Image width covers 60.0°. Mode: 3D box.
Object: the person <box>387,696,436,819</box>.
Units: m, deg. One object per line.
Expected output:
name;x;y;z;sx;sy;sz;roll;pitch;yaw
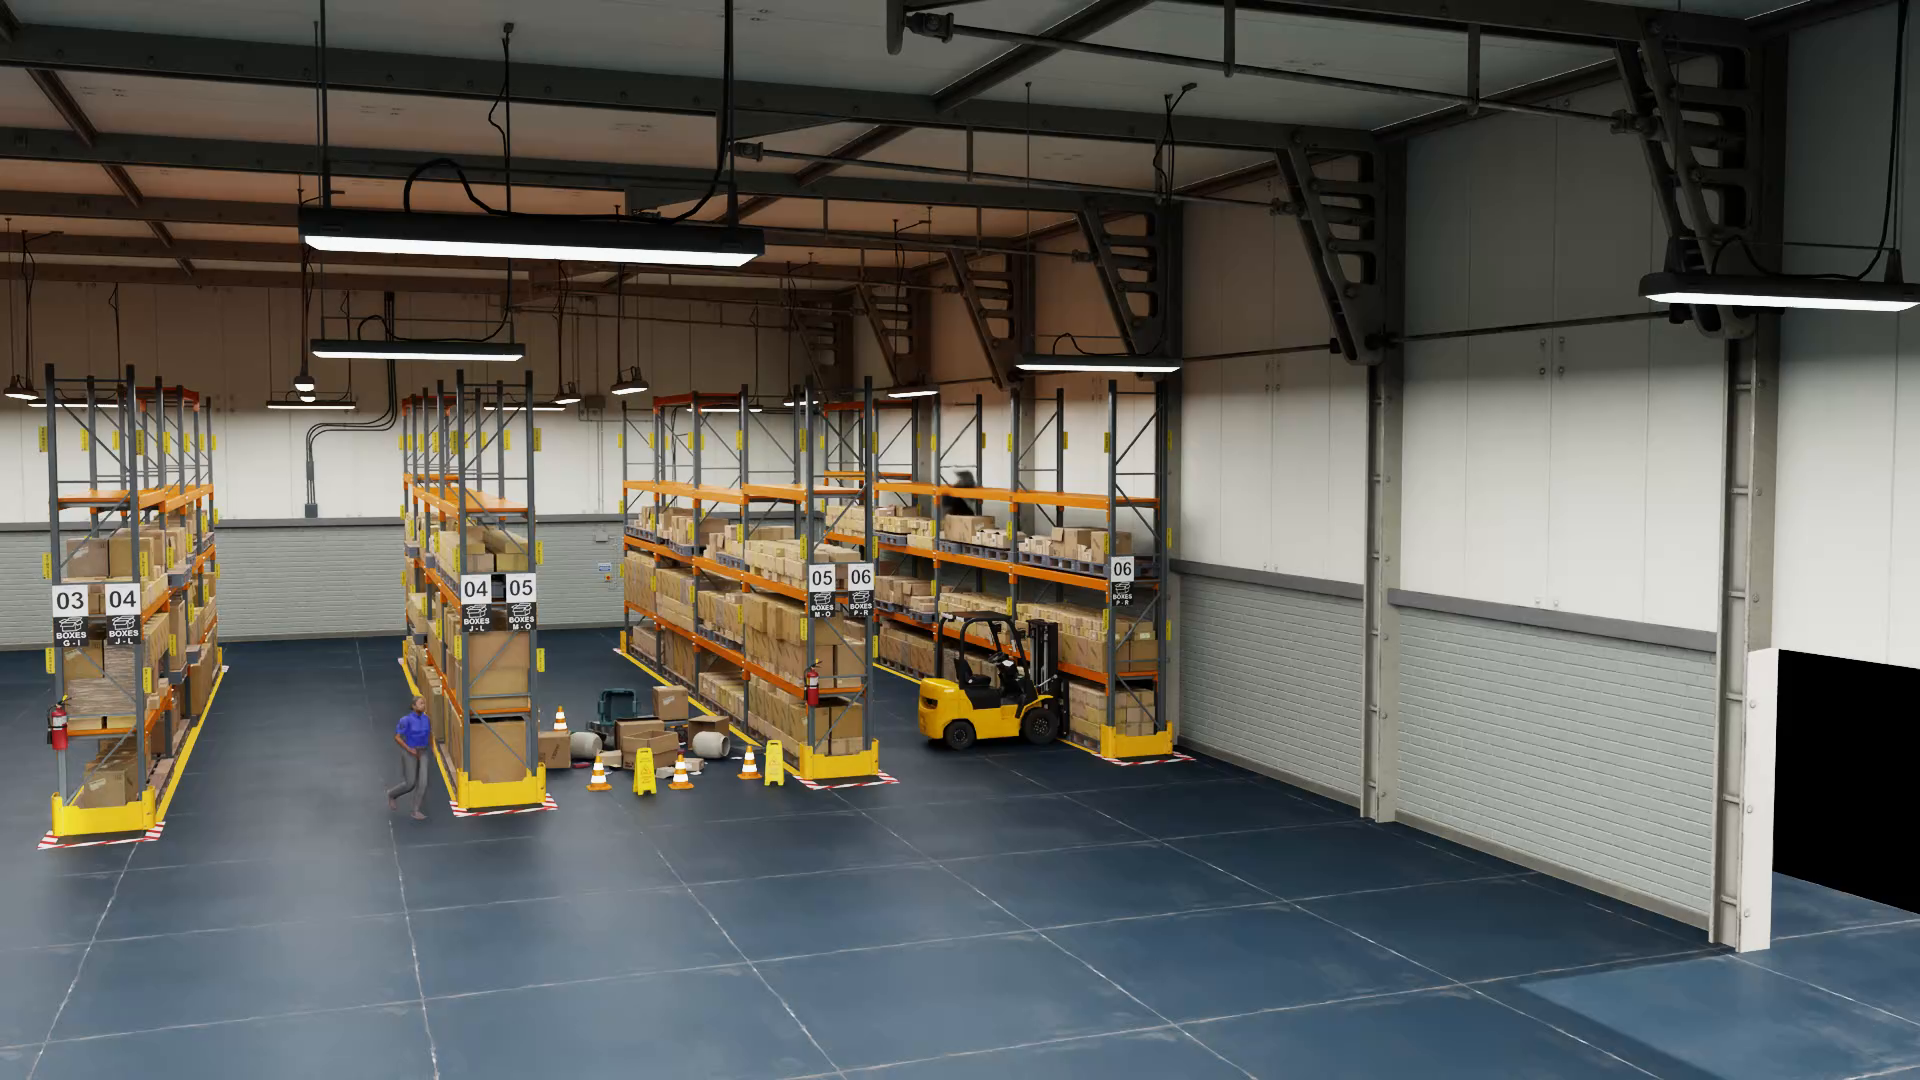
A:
person;-7.308;2.892;22.312;0.667;1.610;0.619;2;4;32
